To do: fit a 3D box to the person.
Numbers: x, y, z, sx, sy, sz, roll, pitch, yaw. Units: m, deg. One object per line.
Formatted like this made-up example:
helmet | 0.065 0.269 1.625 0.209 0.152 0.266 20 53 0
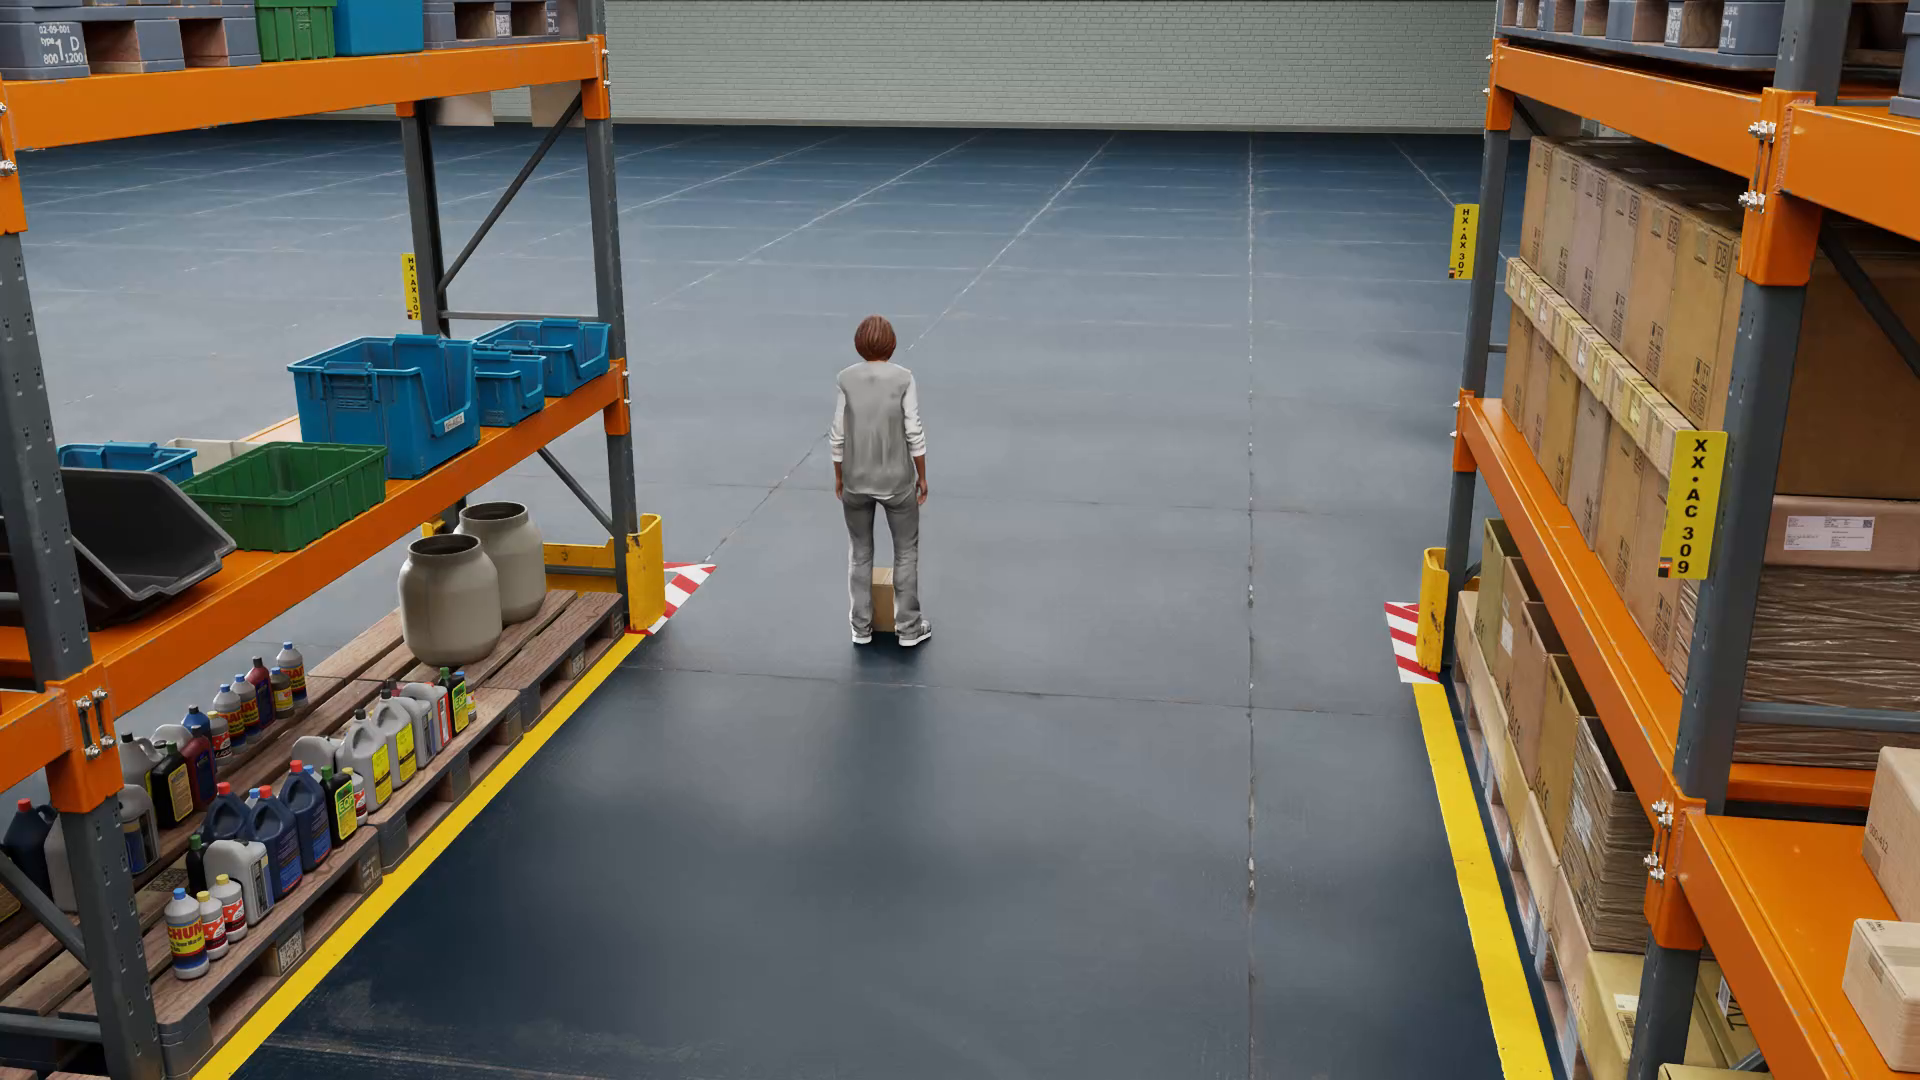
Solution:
person | -0.381 -0.264 7.881 0.459 1.591 0.346 3 18 8
